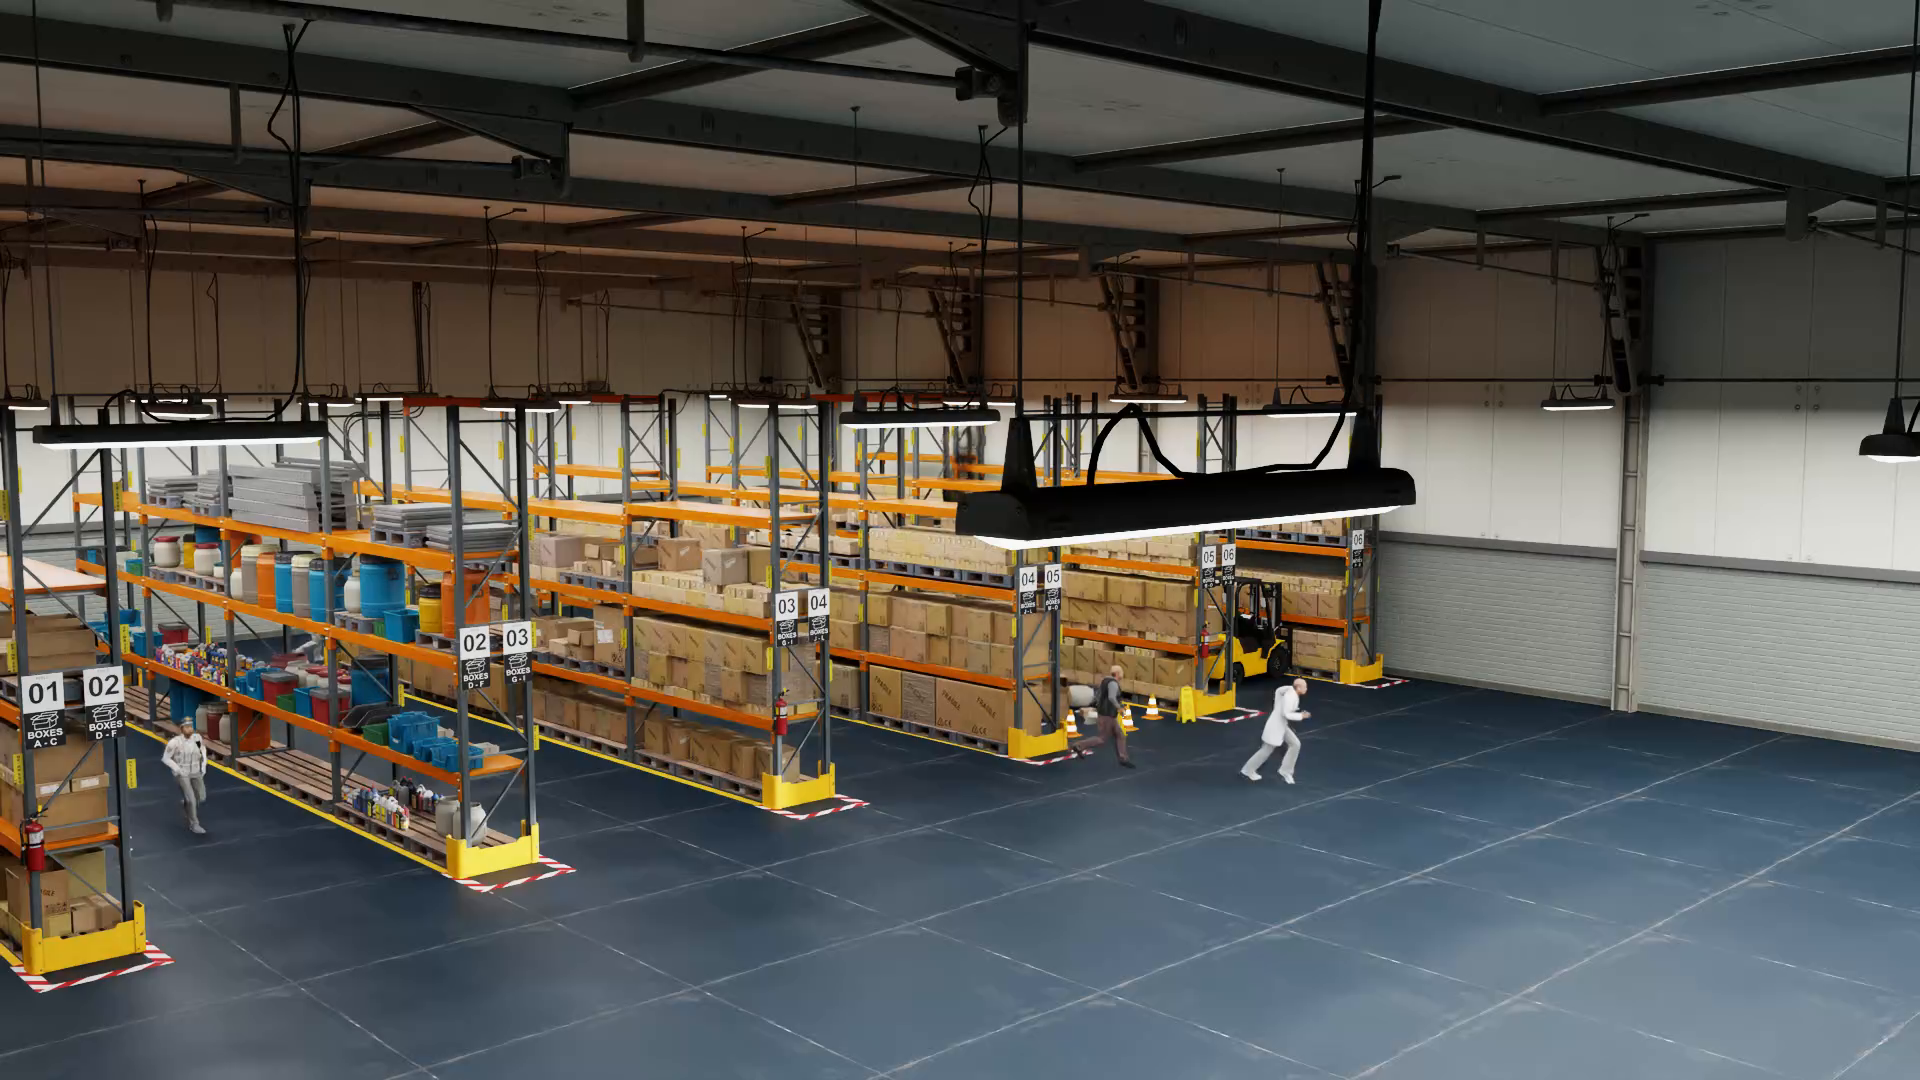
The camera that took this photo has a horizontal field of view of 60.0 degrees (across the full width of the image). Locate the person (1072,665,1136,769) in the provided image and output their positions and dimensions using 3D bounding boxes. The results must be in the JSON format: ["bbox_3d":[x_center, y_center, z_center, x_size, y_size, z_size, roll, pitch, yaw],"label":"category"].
[{"bbox_3d":[2.345,2.890,27.011,1.065,1.717,0.660,0,6,-3],"label":"person"}]

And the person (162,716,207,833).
[{"bbox_3d":[-10.836,3.269,23.287,0.544,1.659,0.637,5,7,40],"label":"person"}]

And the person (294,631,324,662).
[{"bbox_3d":[-14.476,1.890,37.098,0.756,1.738,0.721,-4,7,-37],"label":"person"}]

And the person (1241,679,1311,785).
[{"bbox_3d":[4.962,3.087,26.097,1.072,1.569,0.751,2,6,16],"label":"person"}]
